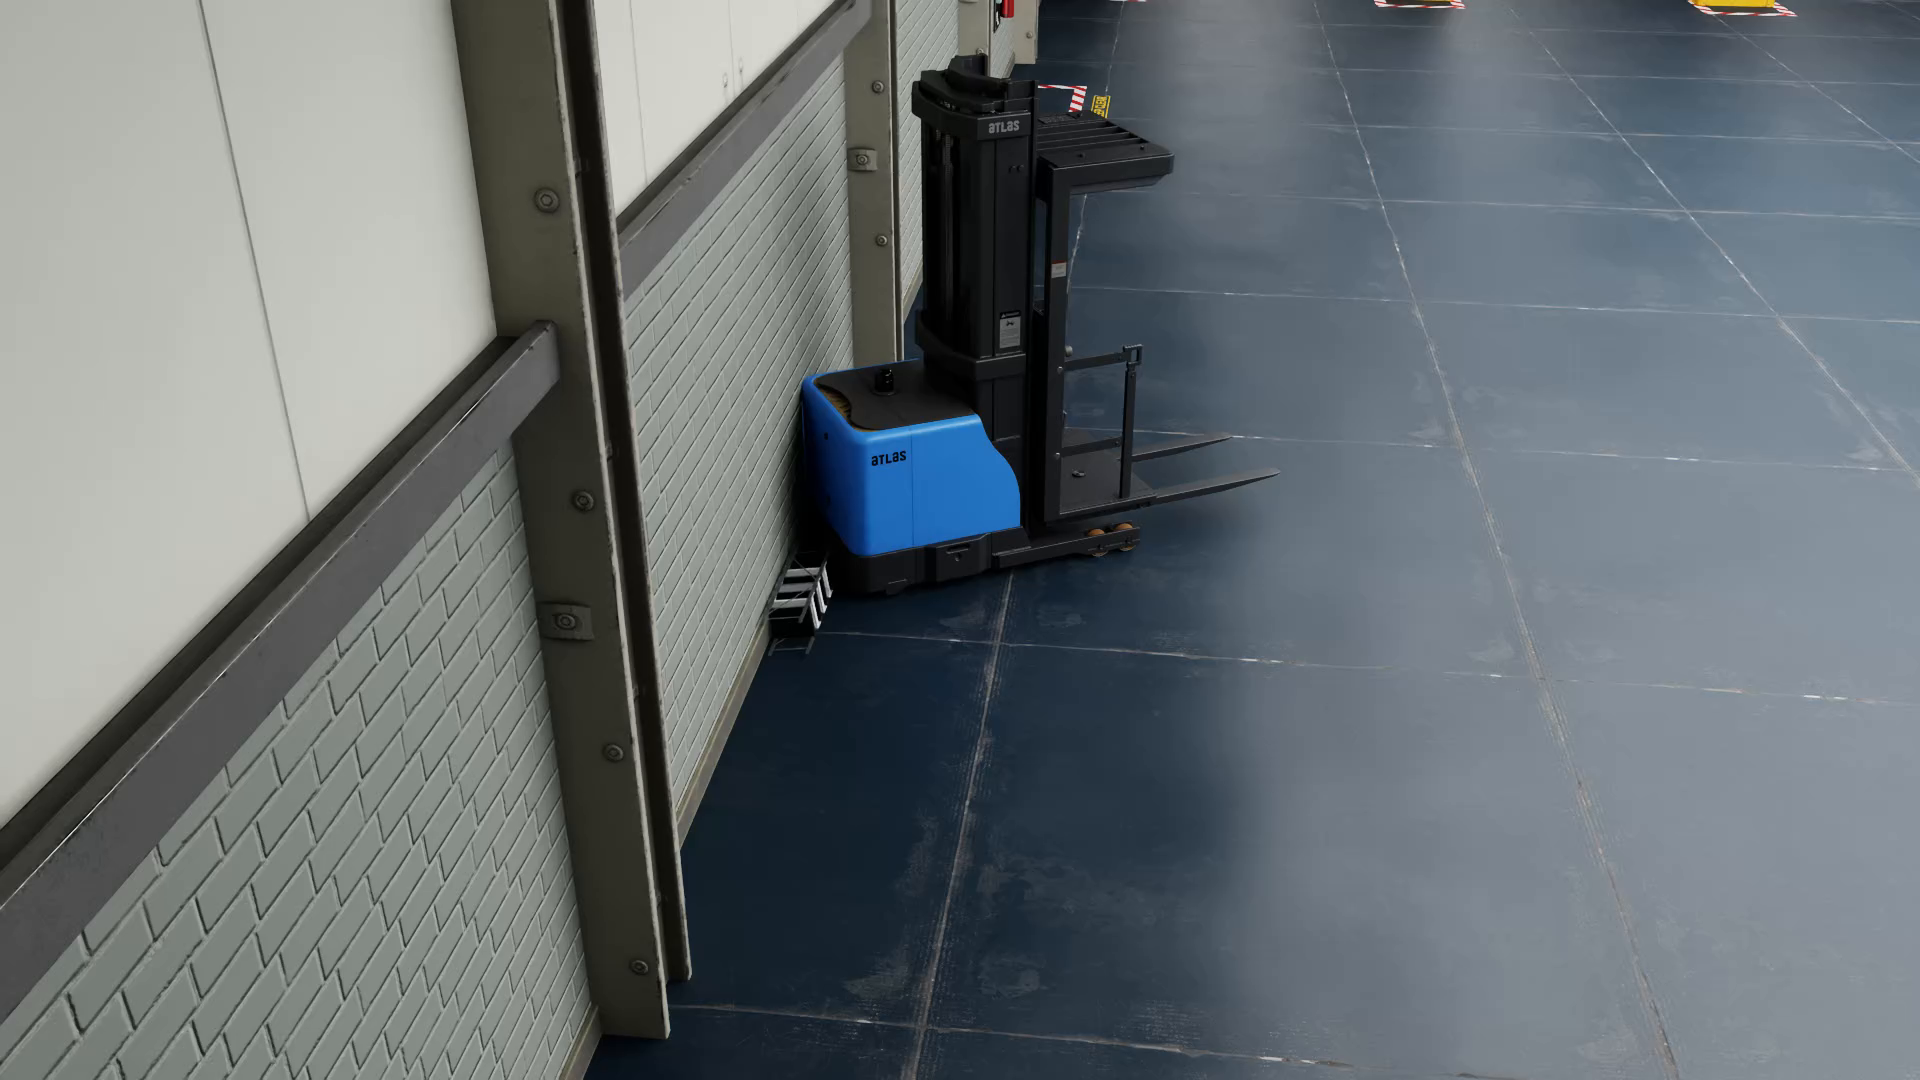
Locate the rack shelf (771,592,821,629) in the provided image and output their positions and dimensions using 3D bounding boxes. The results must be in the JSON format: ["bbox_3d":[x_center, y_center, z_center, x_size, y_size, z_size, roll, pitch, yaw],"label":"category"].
[{"bbox_3d":[-0.941,0.411,9.516,0.258,0.200,0.077,-4,27,10],"label":"rack shelf"}]

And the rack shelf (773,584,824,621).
[{"bbox_3d":[-0.930,0.369,9.595,0.258,0.200,0.077,-4,27,10],"label":"rack shelf"}]

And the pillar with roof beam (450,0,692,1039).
[{"bbox_3d":[2.950,-1.781,4.360,9.100,9.000,0.400,3,28,6],"label":"pillar with roof beam"}]

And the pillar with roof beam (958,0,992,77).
[{"bbox_3d":[4.420,-7.429,14.845,9.100,9.000,0.400,3,28,6],"label":"pillar with roof beam"}]

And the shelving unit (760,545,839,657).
[{"bbox_3d":[-0.923,0.342,9.644,0.258,0.210,0.900,-4,27,10],"label":"shelving unit"}]

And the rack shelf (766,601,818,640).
[{"bbox_3d":[-0.952,0.453,9.437,0.258,0.200,0.077,-4,27,10],"label":"rack shelf"}]

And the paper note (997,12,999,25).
[{"bbox_3d":[0.452,-6.235,19.881,0.016,0.148,0.142,3,28,6],"label":"paper note"}]

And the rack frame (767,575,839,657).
[{"bbox_3d":[-0.908,0.432,9.690,0.240,0.006,0.900,-4,27,10],"label":"rack frame"}]

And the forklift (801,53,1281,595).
[{"bbox_3d":[0.581,-1.406,10.062,3.031,2.935,1.130,-11,30,-20],"label":"forklift"}]

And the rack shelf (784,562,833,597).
[{"bbox_3d":[-0.897,0.242,9.831,0.258,0.200,0.077,-4,27,10],"label":"rack shelf"}]

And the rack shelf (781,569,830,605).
[{"bbox_3d":[-0.908,0.284,9.752,0.258,0.200,0.077,-4,27,10],"label":"rack shelf"}]

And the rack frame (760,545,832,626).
[{"bbox_3d":[-0.938,0.253,9.598,0.240,0.006,0.900,-4,27,10],"label":"rack frame"}]

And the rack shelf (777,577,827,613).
[{"bbox_3d":[-0.919,0.327,9.673,0.258,0.200,0.077,-4,27,10],"label":"rack shelf"}]

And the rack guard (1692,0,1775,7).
[{"bbox_3d":[12.186,-8.670,26.107,1.175,0.500,0.348,3,28,6],"label":"rack guard"}]

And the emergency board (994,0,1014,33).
[{"bbox_3d":[0.542,-6.702,19.819,0.194,1.169,0.643,3,28,6],"label":"emergency board"}]

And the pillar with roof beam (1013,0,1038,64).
[{"bbox_3d":[5.155,-10.254,20.087,9.100,9.000,0.400,3,28,6],"label":"pillar with roof beam"}]

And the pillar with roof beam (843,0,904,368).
[{"bbox_3d":[3.685,-4.605,9.602,9.100,9.000,0.400,3,28,6],"label":"pillar with roof beam"}]
